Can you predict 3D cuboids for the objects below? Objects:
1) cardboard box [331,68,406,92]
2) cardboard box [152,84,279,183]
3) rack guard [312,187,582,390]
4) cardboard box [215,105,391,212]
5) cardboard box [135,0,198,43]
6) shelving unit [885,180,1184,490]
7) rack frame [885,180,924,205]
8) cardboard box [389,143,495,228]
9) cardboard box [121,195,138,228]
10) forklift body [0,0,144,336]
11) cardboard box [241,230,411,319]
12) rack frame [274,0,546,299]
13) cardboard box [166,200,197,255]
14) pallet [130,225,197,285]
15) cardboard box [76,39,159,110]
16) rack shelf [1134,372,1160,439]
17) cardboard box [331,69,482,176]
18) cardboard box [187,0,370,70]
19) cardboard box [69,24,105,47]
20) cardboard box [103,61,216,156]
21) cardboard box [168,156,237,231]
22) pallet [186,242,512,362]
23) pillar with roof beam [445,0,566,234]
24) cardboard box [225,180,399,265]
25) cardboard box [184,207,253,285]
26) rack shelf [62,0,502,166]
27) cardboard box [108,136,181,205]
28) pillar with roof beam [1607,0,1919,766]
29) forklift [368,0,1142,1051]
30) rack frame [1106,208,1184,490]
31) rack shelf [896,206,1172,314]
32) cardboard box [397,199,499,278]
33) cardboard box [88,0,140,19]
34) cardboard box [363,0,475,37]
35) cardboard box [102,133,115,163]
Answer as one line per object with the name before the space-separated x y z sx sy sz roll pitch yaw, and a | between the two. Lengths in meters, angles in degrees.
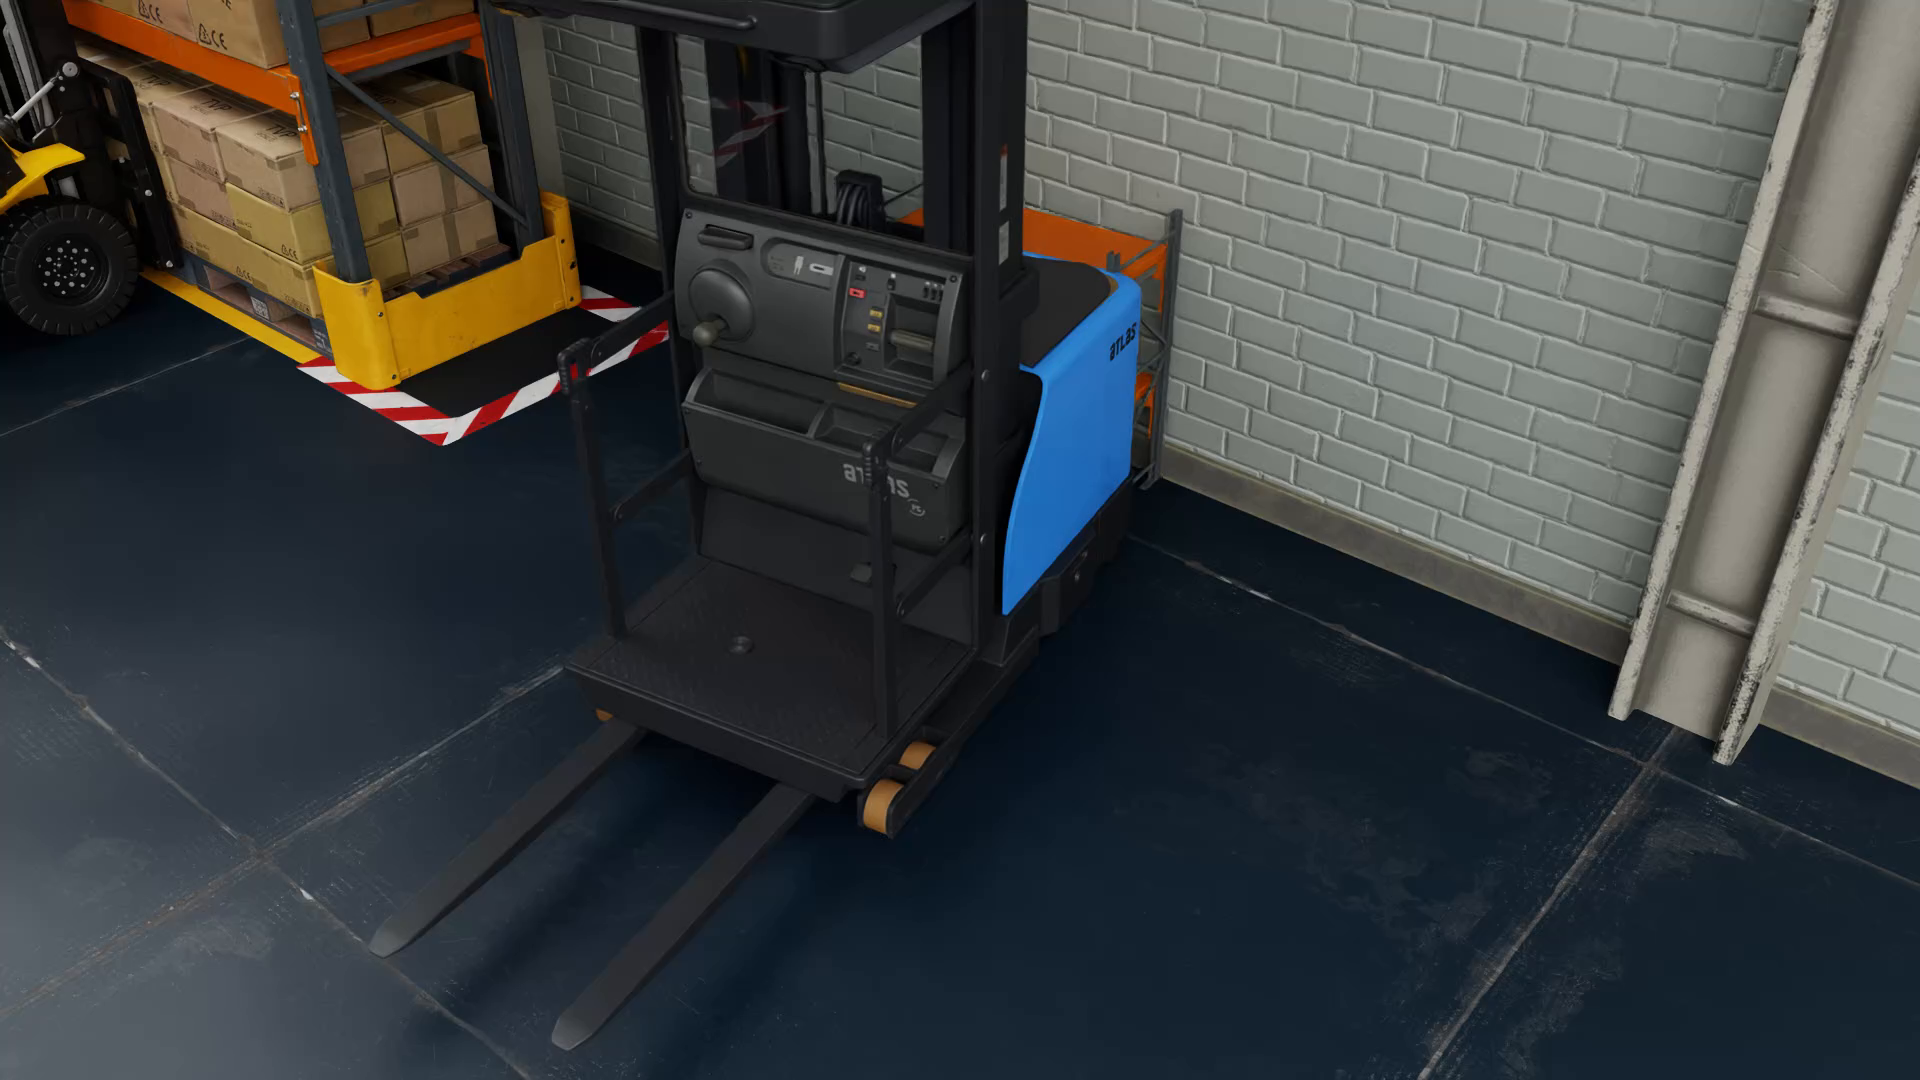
cardboard box | -2.928 -2.081 7.806 0.500 0.250 0.500 25 42 32
cardboard box | -3.243 -1.859 7.482 0.500 0.250 0.500 26 42 33
rack guard | -2.275 -1.155 7.489 0.348 0.500 1.175 25 42 32
cardboard box | -2.847 -1.677 7.216 0.500 0.250 0.500 27 43 33
cardboard box | -3.232 -2.491 7.139 0.500 0.500 0.500 27 43 33
shelving unit | 0.227 -0.772 6.369 1.048 1.125 0.538 21 38 28
rack frame | -0.193 -0.933 6.606 0.032 1.125 0.500 21 38 28
cardboard box | -2.522 -1.700 7.692 0.500 0.250 0.500 26 42 33
cardboard box | -4.025 -1.814 8.299 0.500 0.250 0.500 27 43 33
forklift body | -4.918 -1.737 6.879 1.214 2.155 2.313 25 42 32
cardboard box | -2.857 -1.266 7.502 0.500 0.250 0.500 26 42 32
rack frame | -2.293 -2.194 6.795 0.127 3.000 1.000 25 42 32
cardboard box | -3.611 -1.635 8.040 0.500 0.250 0.500 26 42 32
pallet | -3.841 -1.745 8.604 1.213 0.211 1.003 25 42 32
cardboard box | -4.022 -2.224 8.014 0.500 0.250 0.500 24 41 31
rack shelf | 0.224 -0.567 6.503 1.000 0.278 0.538 21 38 28
cardboard box | -2.542 -1.902 7.544 0.500 0.250 0.500 25 41 31
cardboard box | -2.840 -2.299 6.859 0.500 0.500 0.500 24 41 31
cardboard box | -4.420 -2.418 8.296 0.500 0.250 0.500 27 43 33
cardboard box | -3.637 -2.037 7.742 0.500 0.250 0.500 26 42 32
cardboard box | -3.246 -1.666 7.643 0.500 0.250 0.500 25 42 31
pallet | -2.908 -1.303 7.961 1.213 0.211 1.003 25 42 32
pillar with roof beam | -5.006 -3.438 3.307 0.400 9.000 9.100 25 42 32
cardboard box | -2.868 -1.480 7.371 0.500 0.250 0.500 25 41 31
cardboard box | -3.233 -1.450 7.770 0.500 0.250 0.500 25 42 32
rack shelf | -3.830 -2.621 8.053 4.000 0.370 1.077 25 42 32
cardboard box | -3.656 -1.844 7.902 0.500 0.250 0.500 24 41 31
pillar with roof beam | -0.395 -1.265 0.143 0.400 9.000 9.100 25 42 32
forklift | -0.516 -0.623 4.568 1.130 2.935 3.031 17 38 23
rack frame | 0.647 -0.611 6.132 0.032 1.125 0.500 21 38 28
rack shelf | 0.230 -1.016 6.209 1.000 0.278 0.538 21 38 28
cardboard box | -2.546 -1.496 7.837 0.500 0.250 0.500 25 42 32
cardboard box | -3.626 -2.676 7.409 0.500 0.500 0.500 24 41 31
cardboard box | -2.496 -2.535 7.203 0.500 0.500 0.500 27 43 33
cardboard box | -4.038 -2.027 8.168 0.500 0.250 0.500 25 42 32
